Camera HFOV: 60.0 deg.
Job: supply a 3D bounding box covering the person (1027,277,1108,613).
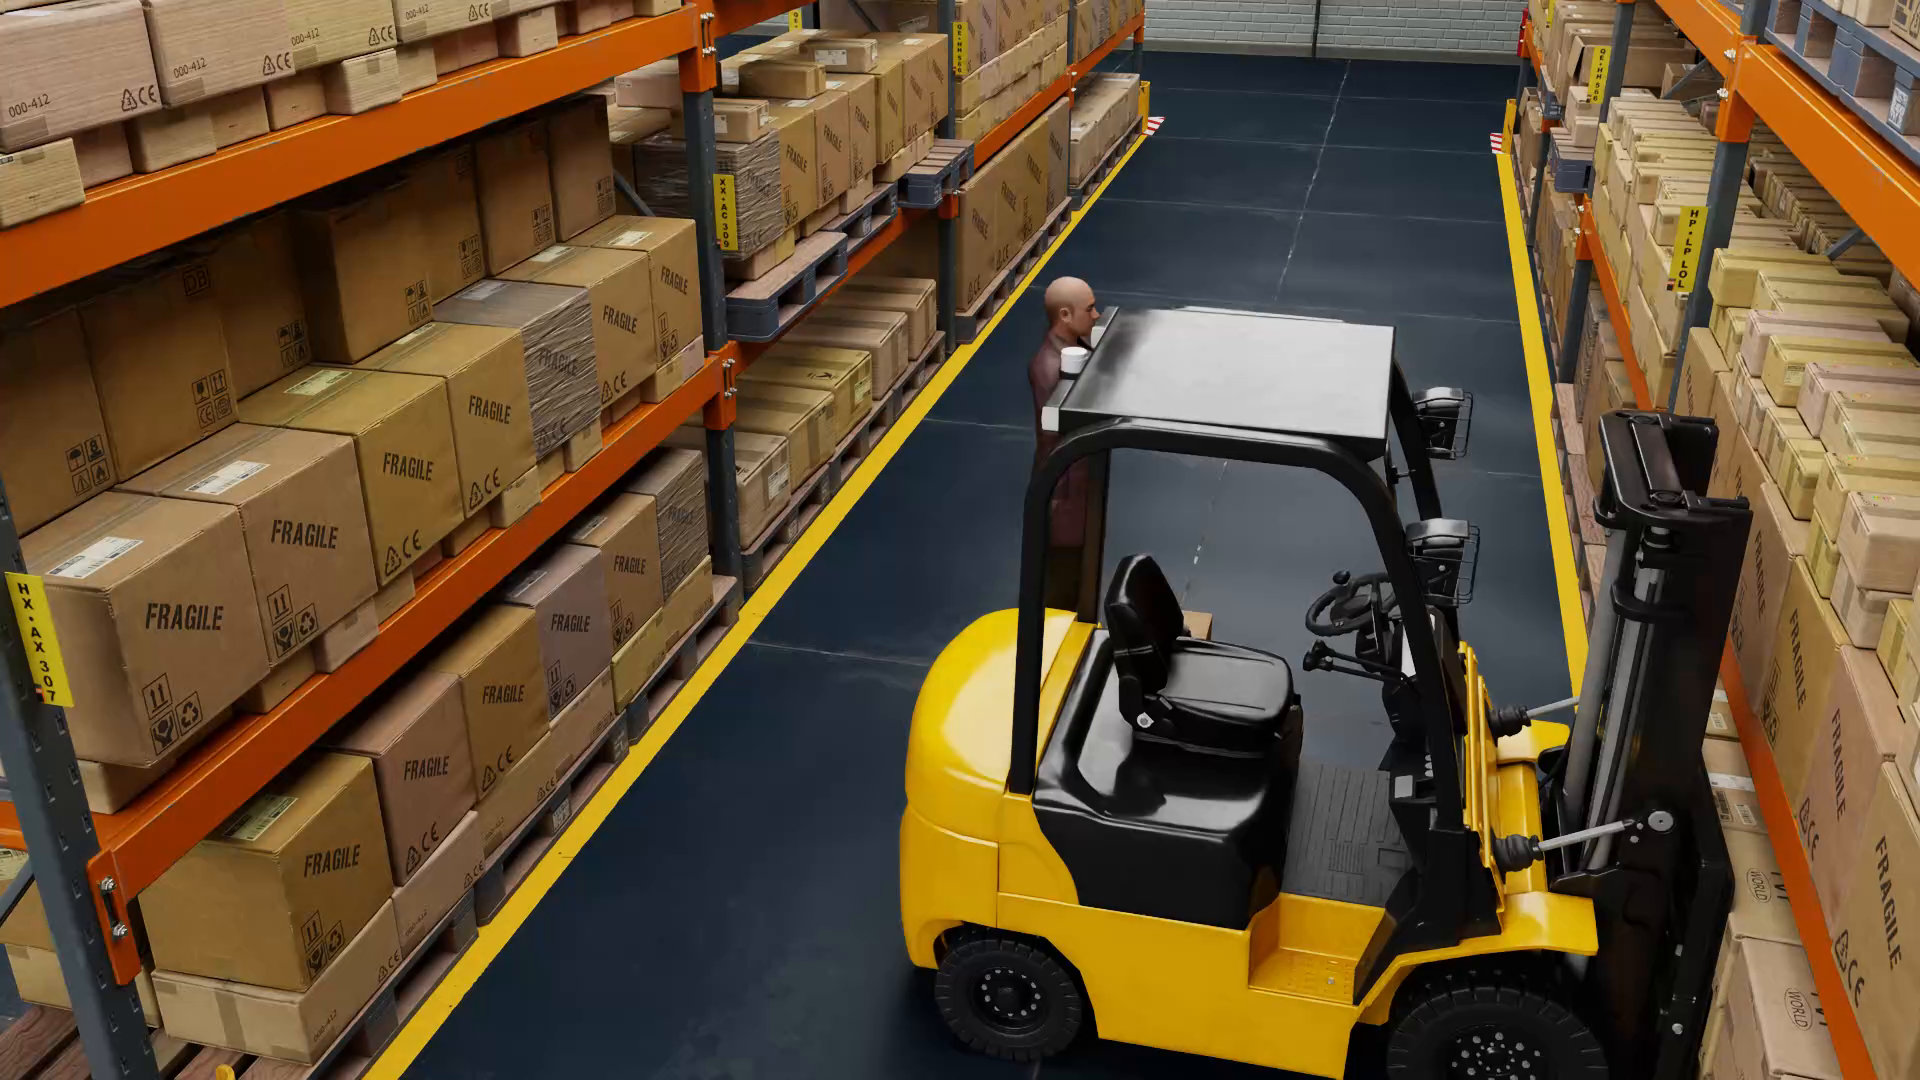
[{"bbox_3d":[0.473,-0.270,7.210,0.377,1.780,0.562,7,26,14],"label":"person"}]
